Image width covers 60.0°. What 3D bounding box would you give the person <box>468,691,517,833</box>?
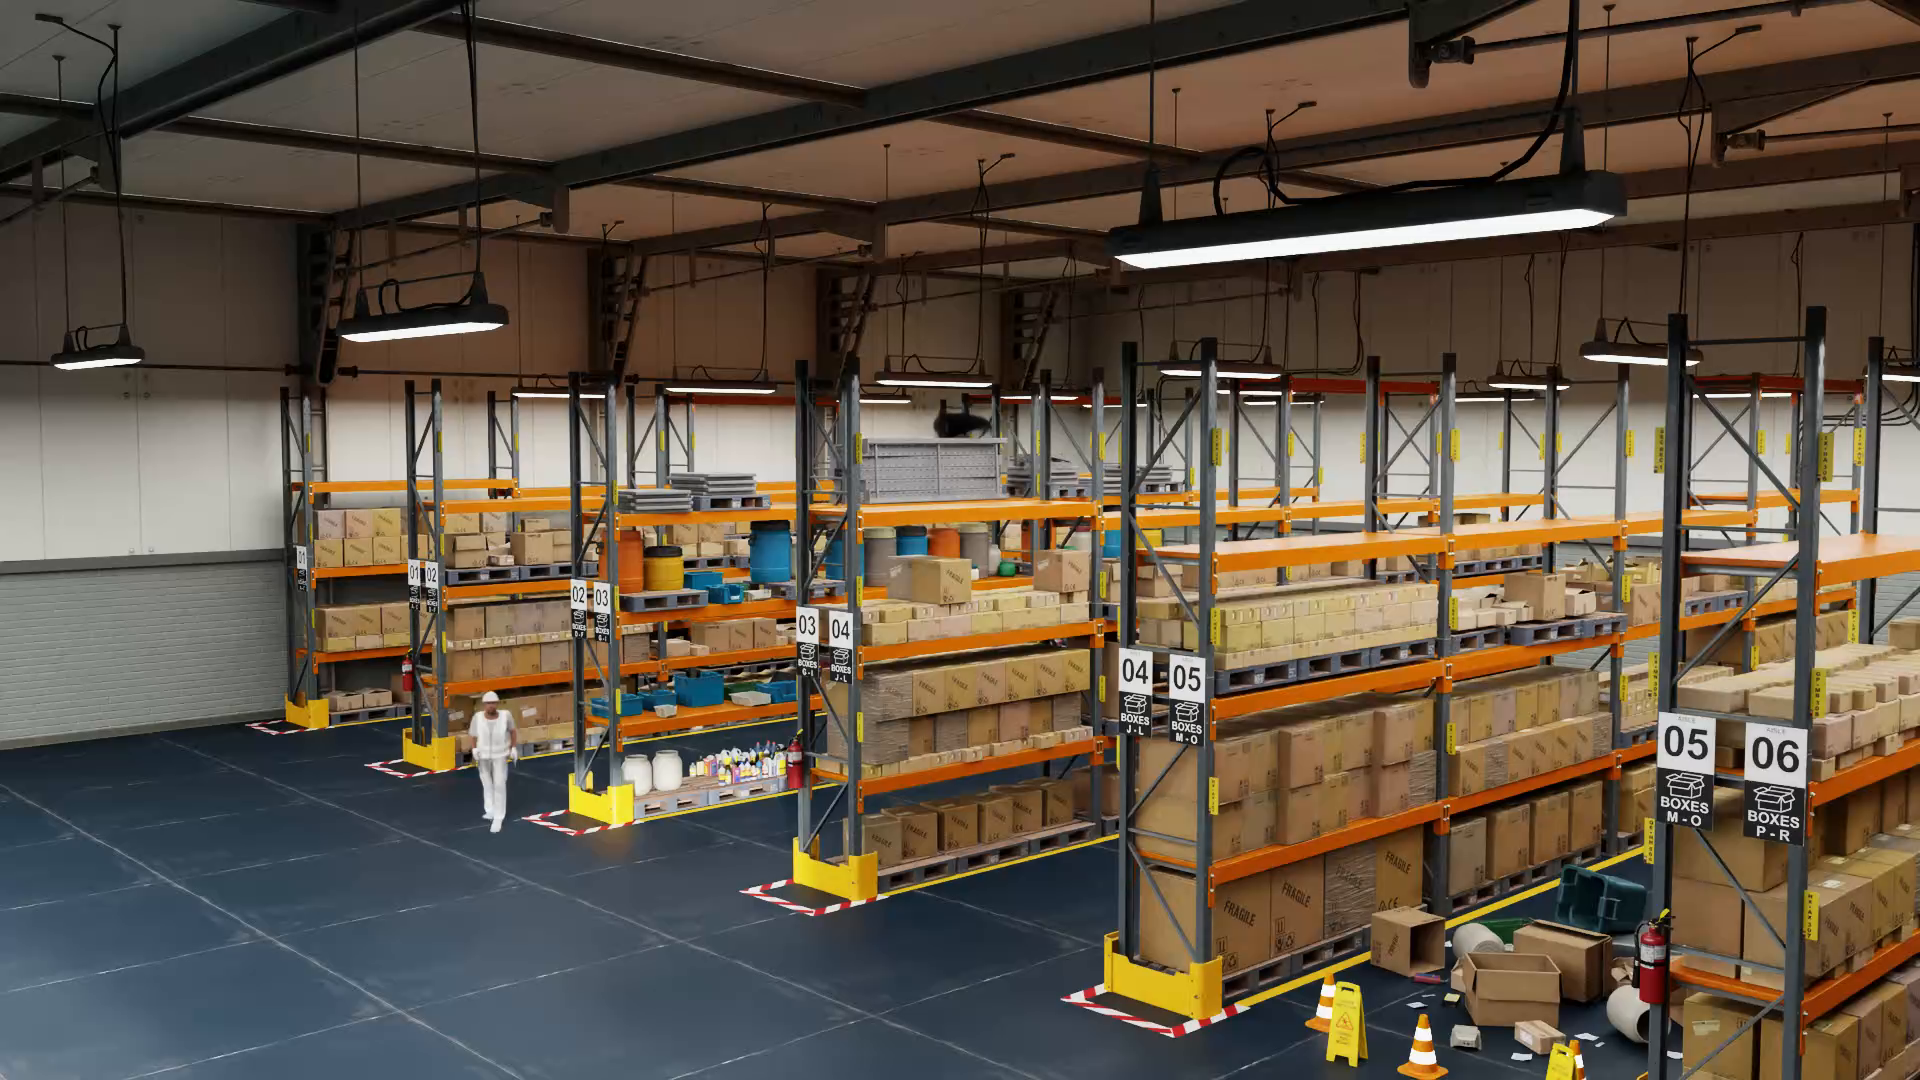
[{"bbox_3d":[-6.127,2.876,21.822,0.599,1.815,0.833,0,4,-5],"label":"person"}]
